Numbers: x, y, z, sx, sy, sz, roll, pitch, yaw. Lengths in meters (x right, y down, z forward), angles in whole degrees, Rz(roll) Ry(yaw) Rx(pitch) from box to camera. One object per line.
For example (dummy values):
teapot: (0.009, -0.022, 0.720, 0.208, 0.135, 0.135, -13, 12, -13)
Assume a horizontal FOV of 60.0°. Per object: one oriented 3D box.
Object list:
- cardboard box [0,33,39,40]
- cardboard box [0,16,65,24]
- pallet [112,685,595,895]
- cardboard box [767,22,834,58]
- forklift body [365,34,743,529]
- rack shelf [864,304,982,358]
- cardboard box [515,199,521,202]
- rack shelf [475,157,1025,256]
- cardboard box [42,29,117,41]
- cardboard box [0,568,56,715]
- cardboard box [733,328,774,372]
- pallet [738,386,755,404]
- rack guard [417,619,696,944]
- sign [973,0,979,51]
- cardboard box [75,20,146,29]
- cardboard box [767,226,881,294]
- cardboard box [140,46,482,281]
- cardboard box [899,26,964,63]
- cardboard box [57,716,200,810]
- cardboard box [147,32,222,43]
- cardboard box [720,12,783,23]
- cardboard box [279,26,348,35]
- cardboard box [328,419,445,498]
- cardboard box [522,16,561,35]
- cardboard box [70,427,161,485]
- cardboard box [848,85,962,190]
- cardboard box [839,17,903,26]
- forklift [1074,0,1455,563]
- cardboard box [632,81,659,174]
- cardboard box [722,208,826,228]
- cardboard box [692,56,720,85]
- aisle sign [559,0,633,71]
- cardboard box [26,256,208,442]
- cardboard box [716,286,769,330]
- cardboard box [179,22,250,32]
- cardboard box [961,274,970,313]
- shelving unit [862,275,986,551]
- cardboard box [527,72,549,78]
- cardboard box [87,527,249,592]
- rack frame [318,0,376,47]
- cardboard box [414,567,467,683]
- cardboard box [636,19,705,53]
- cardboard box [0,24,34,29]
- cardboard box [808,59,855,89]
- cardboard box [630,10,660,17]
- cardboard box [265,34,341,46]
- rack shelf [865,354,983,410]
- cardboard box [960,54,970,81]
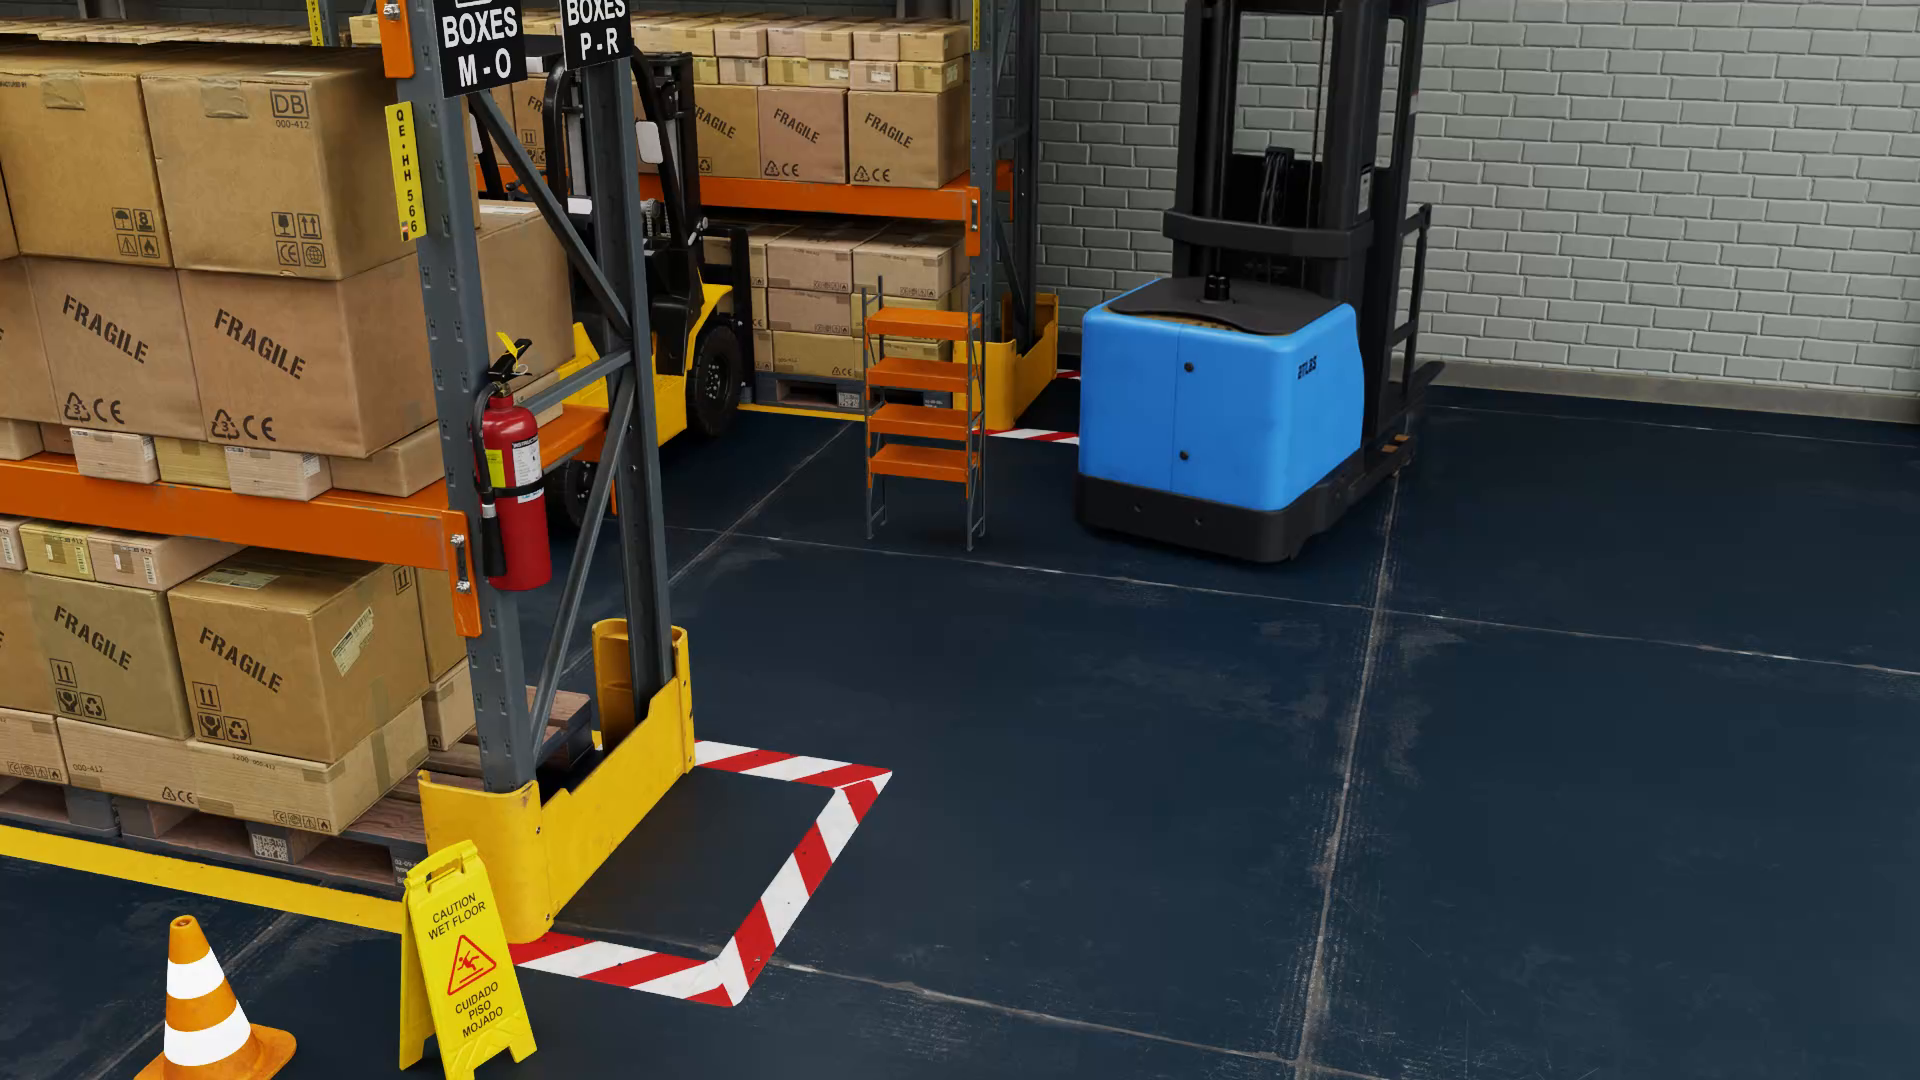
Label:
cardboard box: (-3.166, -1.223, 4.959, 0.500, 0.500, 0.700, 6, 23, 15)
cardboard box: (-6.267, -3.443, 11.225, 0.250, 0.149, 0.380, 6, 23, 14)
pallet: (-2.016, 0.761, 5.635, 1.213, 0.211, 1.003, 7, 23, 16)
cardboard box: (-0.870, -2.758, 9.162, 0.250, 0.149, 0.380, 7, 23, 16)
forklift body: (-2.088, -1.375, 8.287, 1.214, 2.155, 2.313, 7, 23, 16)
rack shelf: (-0.159, -0.937, 7.437, 0.480, 0.148, 0.258, 7, 23, 16)
cardboard box: (-2.559, -2.012, 10.474, 0.500, 0.250, 0.500, 6, 23, 15)
rack shelf: (-1.660, -2.109, 9.906, 4.000, 0.370, 1.077, 7, 23, 16)
cardboard box: (-5.474, -3.094, 10.374, 0.250, 0.149, 0.380, 6, 23, 14)
cardboard box: (-3.000, 0.206, 5.398, 0.500, 0.500, 0.500, 6, 23, 14)
cardboard box: (-1.237, -1.197, 9.806, 0.500, 0.250, 0.500, 7, 23, 16)
pallet: (-1.654, -1.135, 10.259, 1.213, 0.211, 1.003, 7, 23, 15)
rack guard: (-1.249, 0.730, 5.332, 0.348, 0.500, 1.175, 7, 23, 16)
sign: (0.084, -2.672, 8.494, 0.005, 0.325, 0.100, 7, 23, 16)
cardboard box: (-5.559, -3.322, 10.930, 0.250, 0.149, 0.380, 7, 23, 17)
cardboard box: (-0.767, -1.598, 9.466, 0.500, 0.250, 0.500, 7, 23, 16)
cardboard box: (-1.728, -1.042, 4.515, 0.500, 0.500, 0.700, 6, 23, 14)
cardboard box: (-0.150, -2.669, 8.946, 0.250, 0.149, 0.380, 7, 23, 16)
cardboard box: (-2.521, 0.609, 5.403, 0.500, 0.250, 0.500, 7, 23, 16)
cardboard box: (-4.728, -3.012, 10.174, 0.250, 0.149, 0.380, 6, 23, 14)
cardboard box: (-1.218, -3.002, 9.758, 0.250, 0.149, 0.380, 6, 23, 14)
cardboard box: (-4.091, -3.172, 10.564, 0.250, 0.149, 0.380, 6, 23, 14)
cardboard box: (-1.596, -0.265, 4.796, 0.250, 0.149, 0.380, 7, 23, 17)
cardboard box: (-2.359, -2.897, 9.502, 0.250, 0.149, 0.380, 6, 23, 15)
cardboard box: (-2.365, -0.306, 4.895, 0.250, 0.149, 0.380, 7, 23, 16)
cardboard box: (-0.293, -2.227, 9.115, 0.500, 0.500, 0.500, 6, 23, 14)
cardboard box: (-0.503, -2.885, 9.473, 0.250, 0.149, 0.380, 7, 23, 17)
forklift: (1.744, -1.765, 8.212, 1.130, 2.935, 3.031, 13, 26, 29)
cardboard box: (-1.762, -2.394, 9.523, 0.500, 0.500, 0.500, 7, 23, 16)
cardboard box: (-1.106, -1.841, 10.057, 0.500, 0.250, 0.500, 6, 23, 15)
cardboard box: (-1.394, -2.637, 9.259, 0.250, 0.149, 0.380, 7, 23, 16)
aisle sign: (-1.027, -1.727, 4.602, 0.004, 0.787, 0.394, 7, 23, 16)
cardboard box: (-2.253, -0.618, 4.801, 0.500, 0.500, 0.500, 7, 23, 16)
cardboard box: (-1.279, -1.423, 9.698, 0.500, 0.250, 0.500, 6, 23, 14)
cardboard box: (-4.812, -3.257, 10.771, 0.250, 0.149, 0.380, 7, 23, 15)
cardboard box: (-0.136, -1.503, 9.892, 0.500, 0.250, 0.500, 7, 23, 16)
shelving unit: (-0.158, -0.573, 7.587, 0.503, 1.200, 0.258, 7, 23, 16)
cardboard box: (-2.375, -2.747, 9.528, 0.250, 0.149, 0.380, 6, 23, 15)
cardboard box: (-2.389, 0.003, 5.036, 0.250, 0.149, 0.380, 7, 23, 17)
rack frame: (-3.575, -2.661, 10.304, 0.127, 3.000, 1.000, 7, 23, 16)
cardboard box: (-1.891, 0.121, 5.604, 0.500, 0.500, 0.500, 6, 23, 14)
cardboard box: (-1.620, -2.835, 9.350, 0.250, 0.149, 0.380, 7, 23, 16)
cardboard box: (-6.172, -3.215, 10.669, 0.250, 0.149, 0.380, 7, 23, 16)
cardboard box: (-0.643, -2.573, 9.103, 0.250, 0.149, 0.380, 7, 23, 17)
cardboard box: (-1.966, -3.067, 9.917, 0.250, 0.149, 0.380, 6, 23, 15)
cardboard box: (-3.966, -2.964, 10.057, 0.250, 0.149, 0.380, 7, 23, 17)
rack shelf: (-0.158, -0.718, 7.527, 0.480, 0.148, 0.258, 7, 23, 16)
cardboard box: (0.004, -2.700, 9.413, 0.250, 0.149, 0.380, 6, 23, 14)
